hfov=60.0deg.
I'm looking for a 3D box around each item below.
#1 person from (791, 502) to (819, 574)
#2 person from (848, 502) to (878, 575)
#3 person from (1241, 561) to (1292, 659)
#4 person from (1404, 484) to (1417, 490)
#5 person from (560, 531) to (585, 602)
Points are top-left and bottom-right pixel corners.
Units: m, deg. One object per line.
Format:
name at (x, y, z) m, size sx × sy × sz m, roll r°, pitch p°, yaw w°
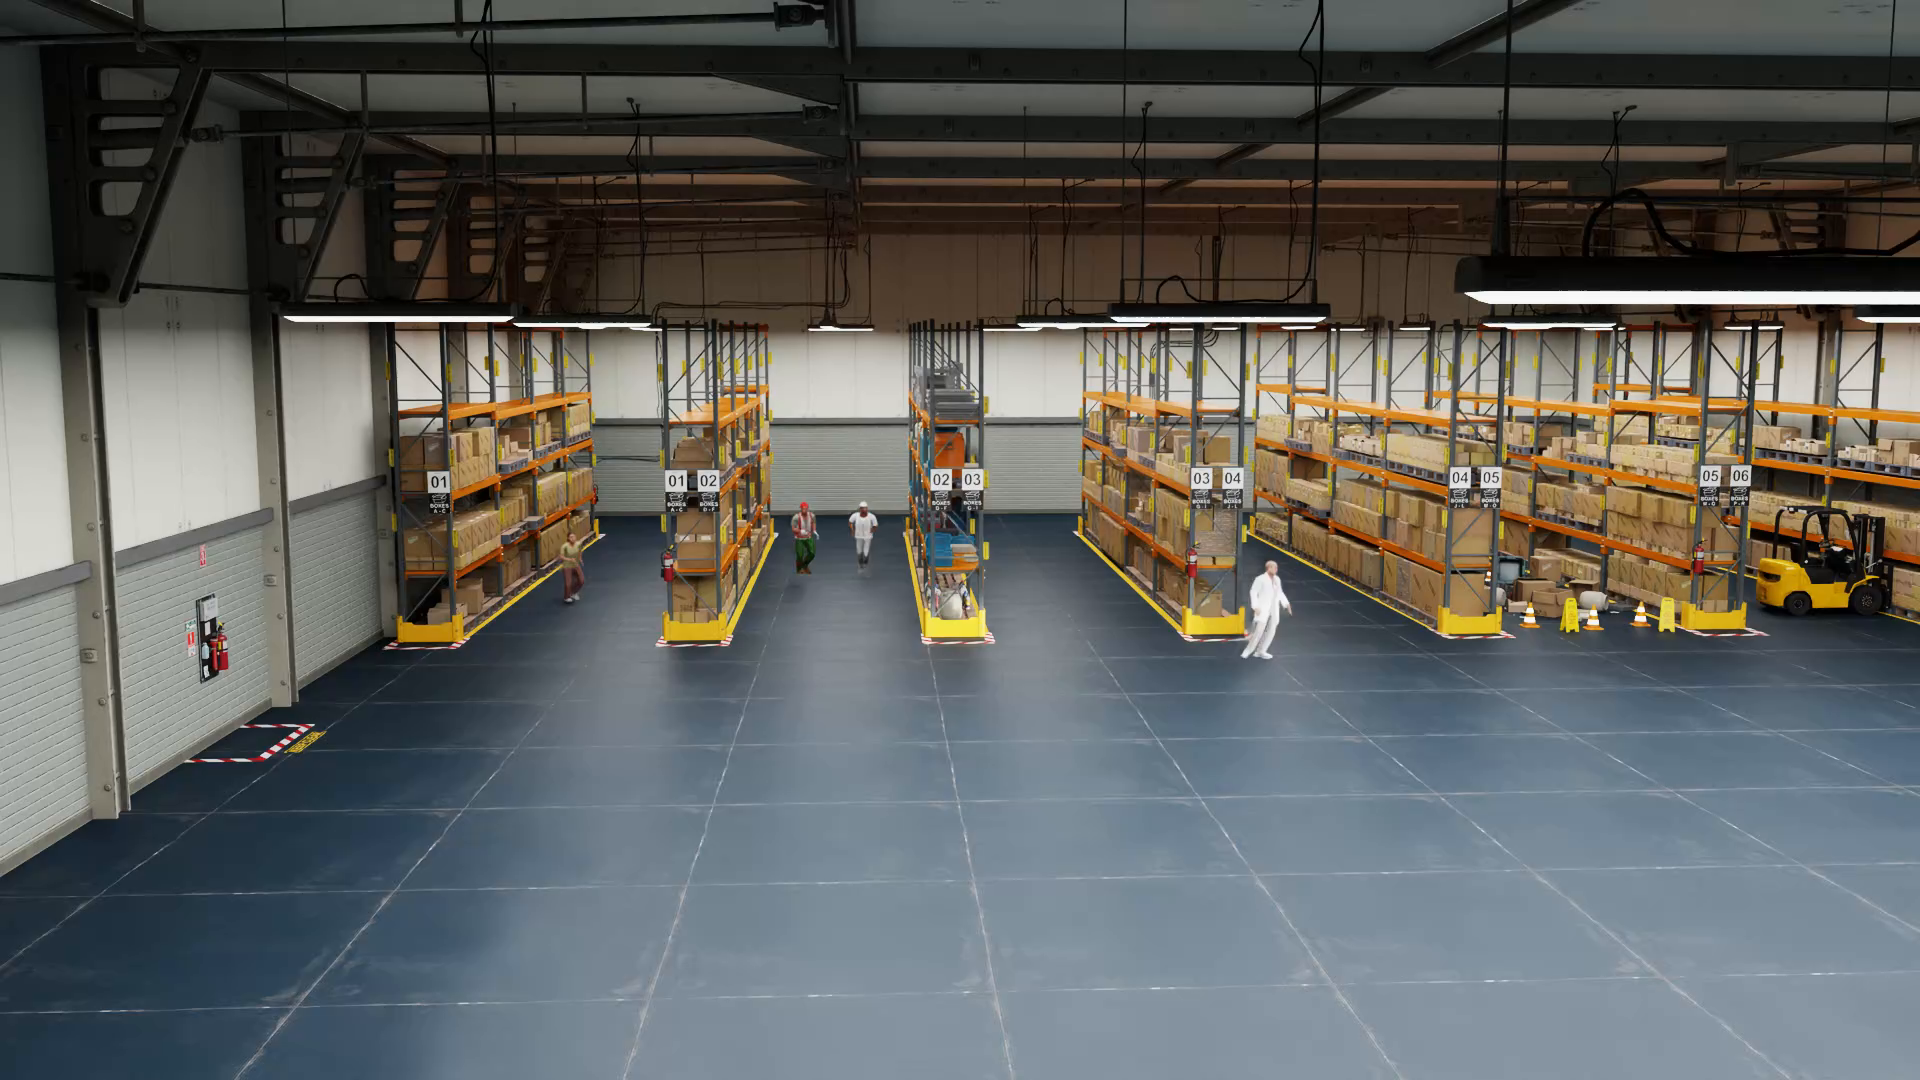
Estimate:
person at (-3.497, -0.036, 37.581) m, size 0.695 × 1.684 × 0.797 m, roll -3°, pitch 8°, yaw -25°
person at (-2.263, -0.039, 38.687) m, size 0.700 × 1.712 × 0.630 m, roll 0°, pitch 7°, yaw 0°
person at (5.391, 1.242, 29.303) m, size 0.824 × 1.747 × 0.607 m, roll -5°, pitch 9°, yaw -34°
person at (13.887, -1.415, 50.913) m, size 0.943 × 1.652 × 0.569 m, roll -3°, pitch 8°, yaw -21°
person at (-8.264, 0.575, 35.437) m, size 0.591 × 1.560 × 0.788 m, roll -5°, pitch 9°, yaw -36°
